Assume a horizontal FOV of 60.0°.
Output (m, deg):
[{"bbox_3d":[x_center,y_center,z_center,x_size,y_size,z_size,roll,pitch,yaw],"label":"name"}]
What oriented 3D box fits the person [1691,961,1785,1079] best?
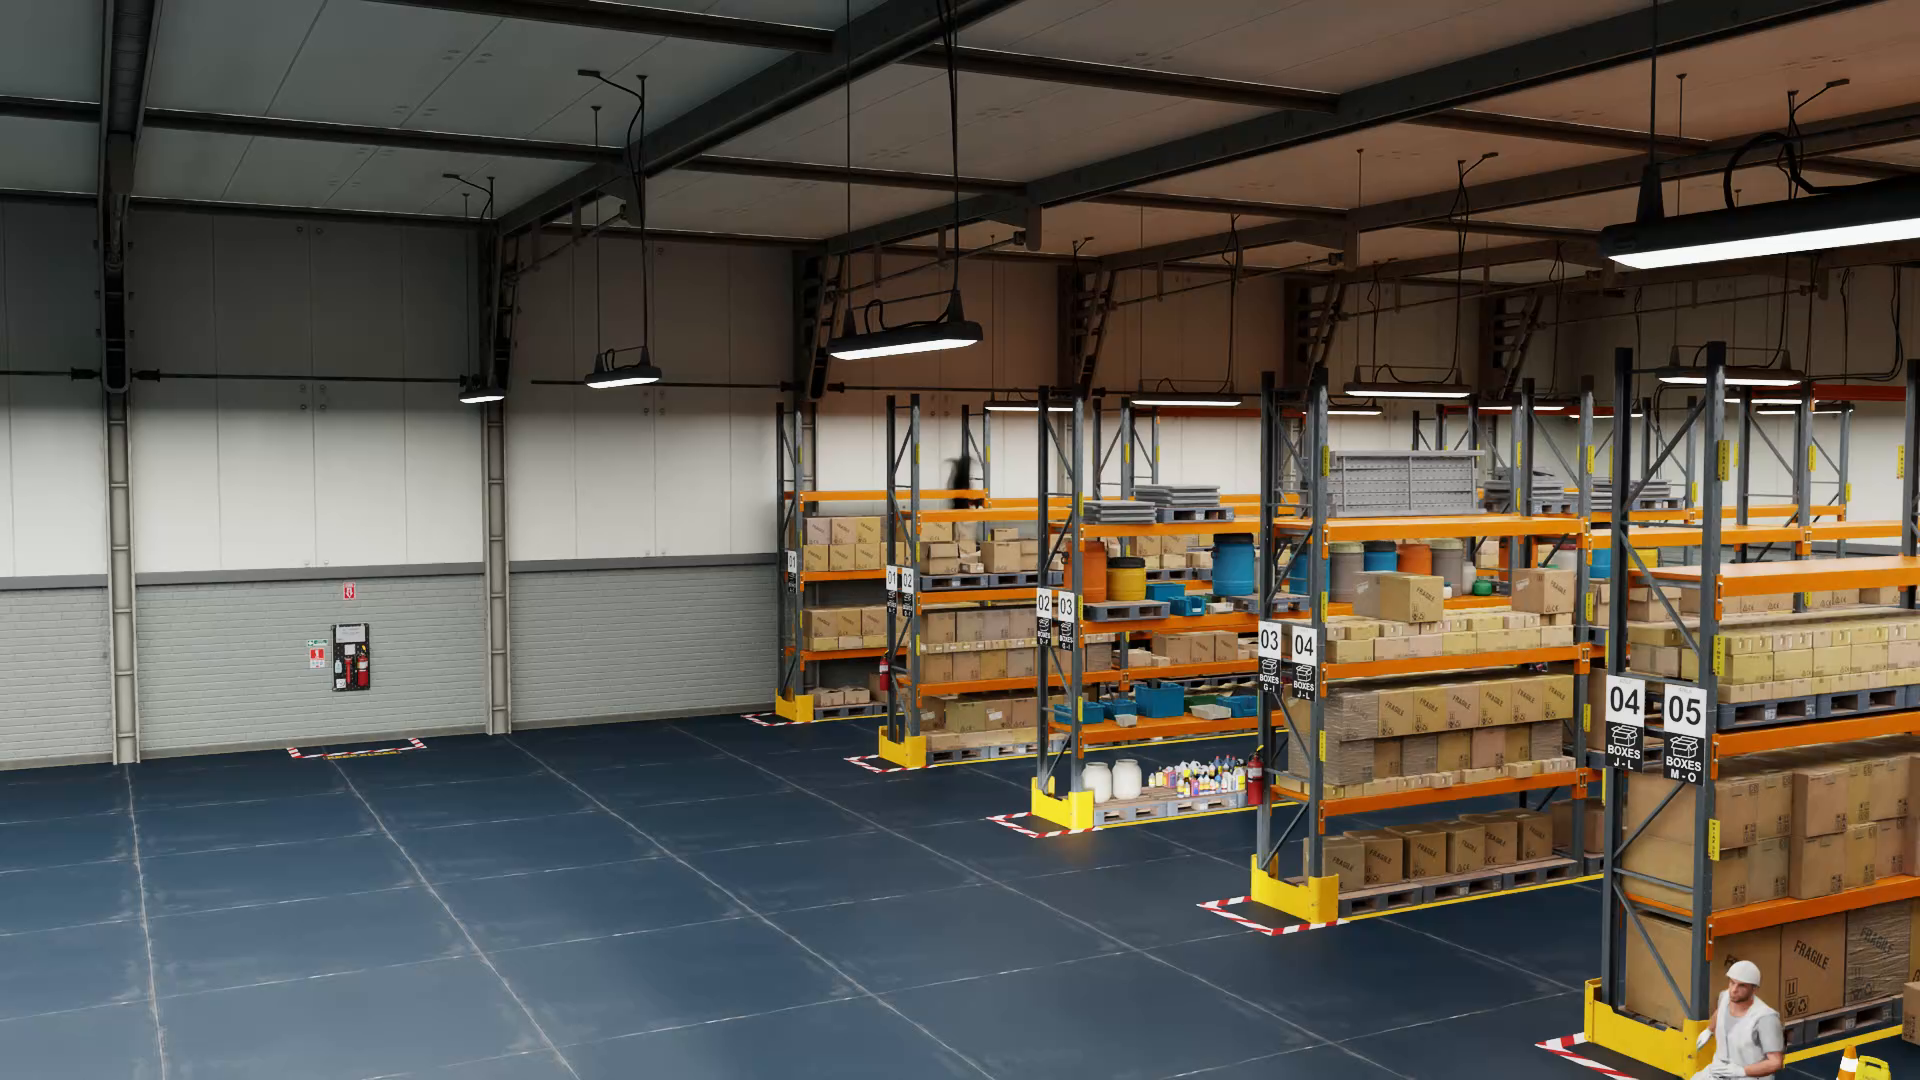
[{"bbox_3d":[5.256,3.682,11.409,0.701,1.690,0.855,-2,4,-32],"label":"person"}]
